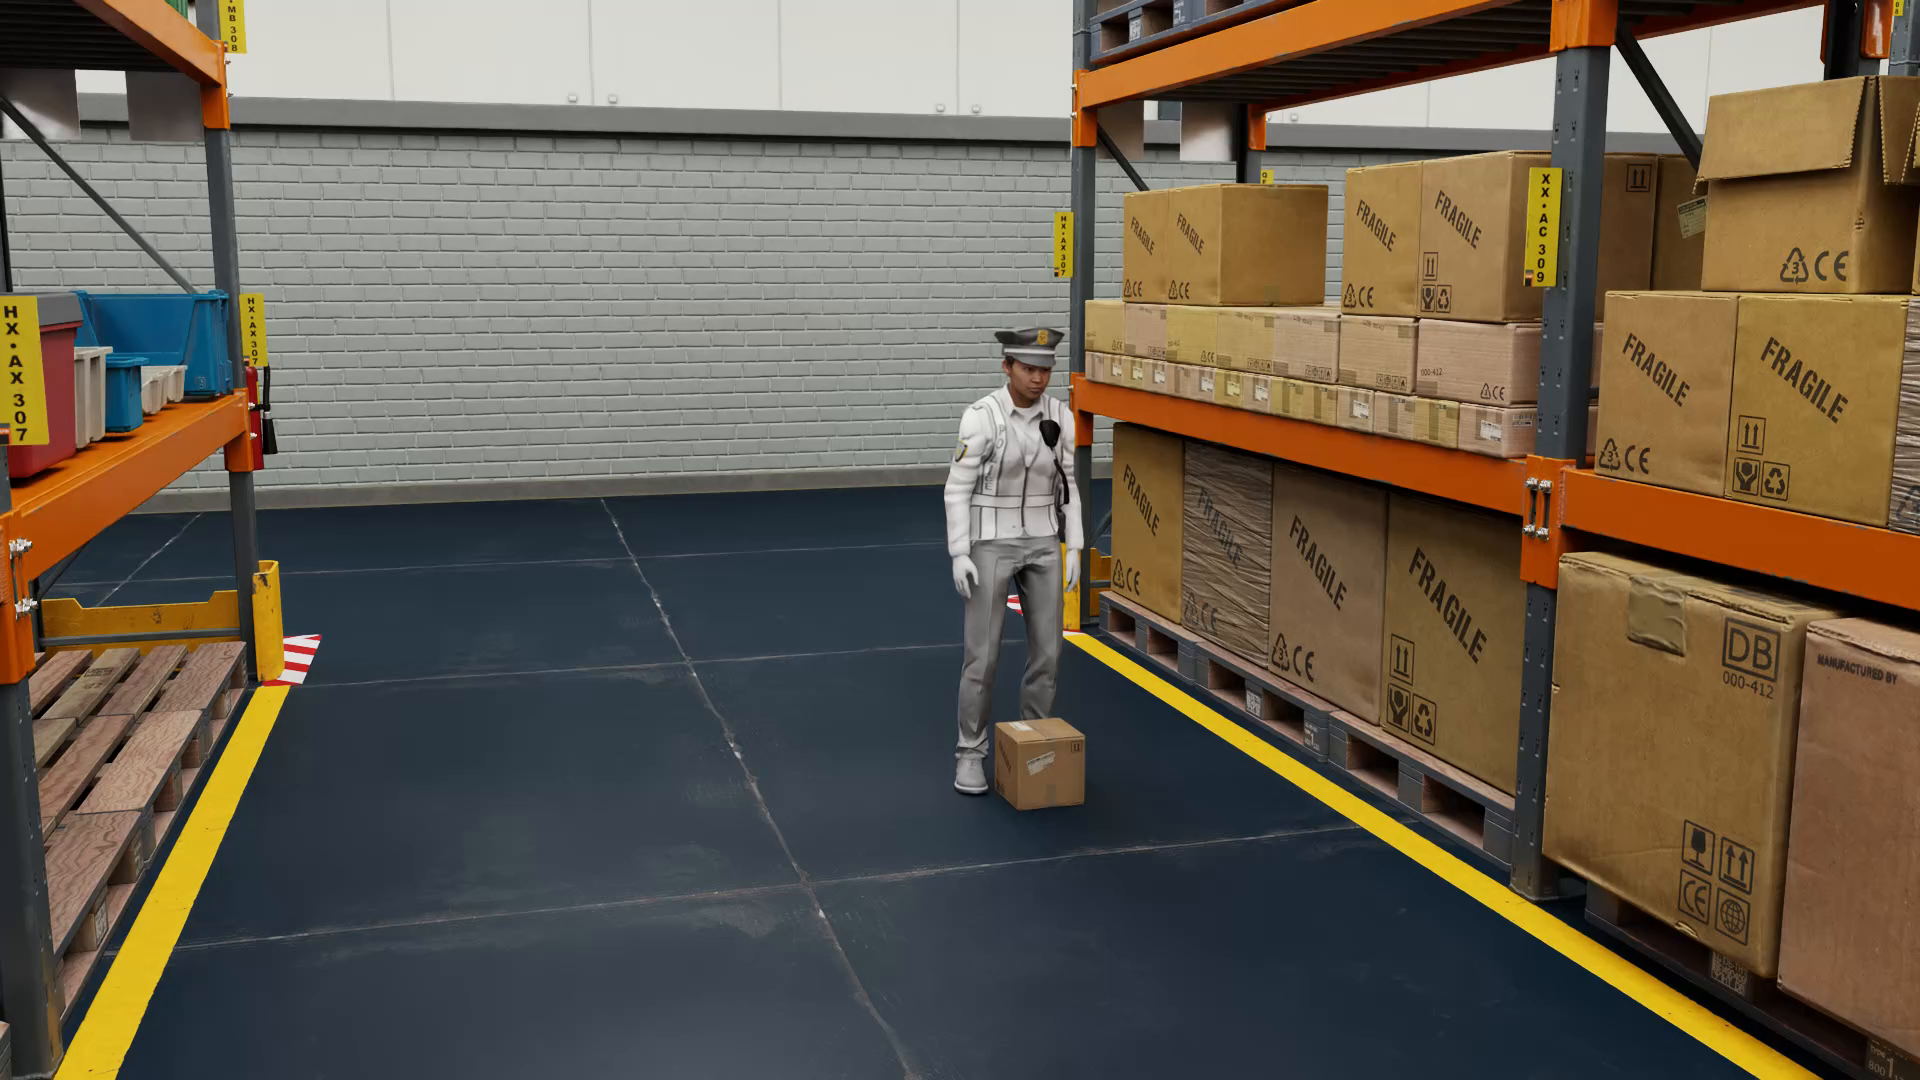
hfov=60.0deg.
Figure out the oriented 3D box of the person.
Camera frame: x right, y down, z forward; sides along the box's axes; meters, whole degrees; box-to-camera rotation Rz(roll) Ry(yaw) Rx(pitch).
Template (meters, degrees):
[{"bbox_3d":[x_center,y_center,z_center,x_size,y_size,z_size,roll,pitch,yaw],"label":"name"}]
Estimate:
[{"bbox_3d":[0.206,0.059,6.016,0.524,1.662,0.373,-3,10,-18],"label":"person"}]
